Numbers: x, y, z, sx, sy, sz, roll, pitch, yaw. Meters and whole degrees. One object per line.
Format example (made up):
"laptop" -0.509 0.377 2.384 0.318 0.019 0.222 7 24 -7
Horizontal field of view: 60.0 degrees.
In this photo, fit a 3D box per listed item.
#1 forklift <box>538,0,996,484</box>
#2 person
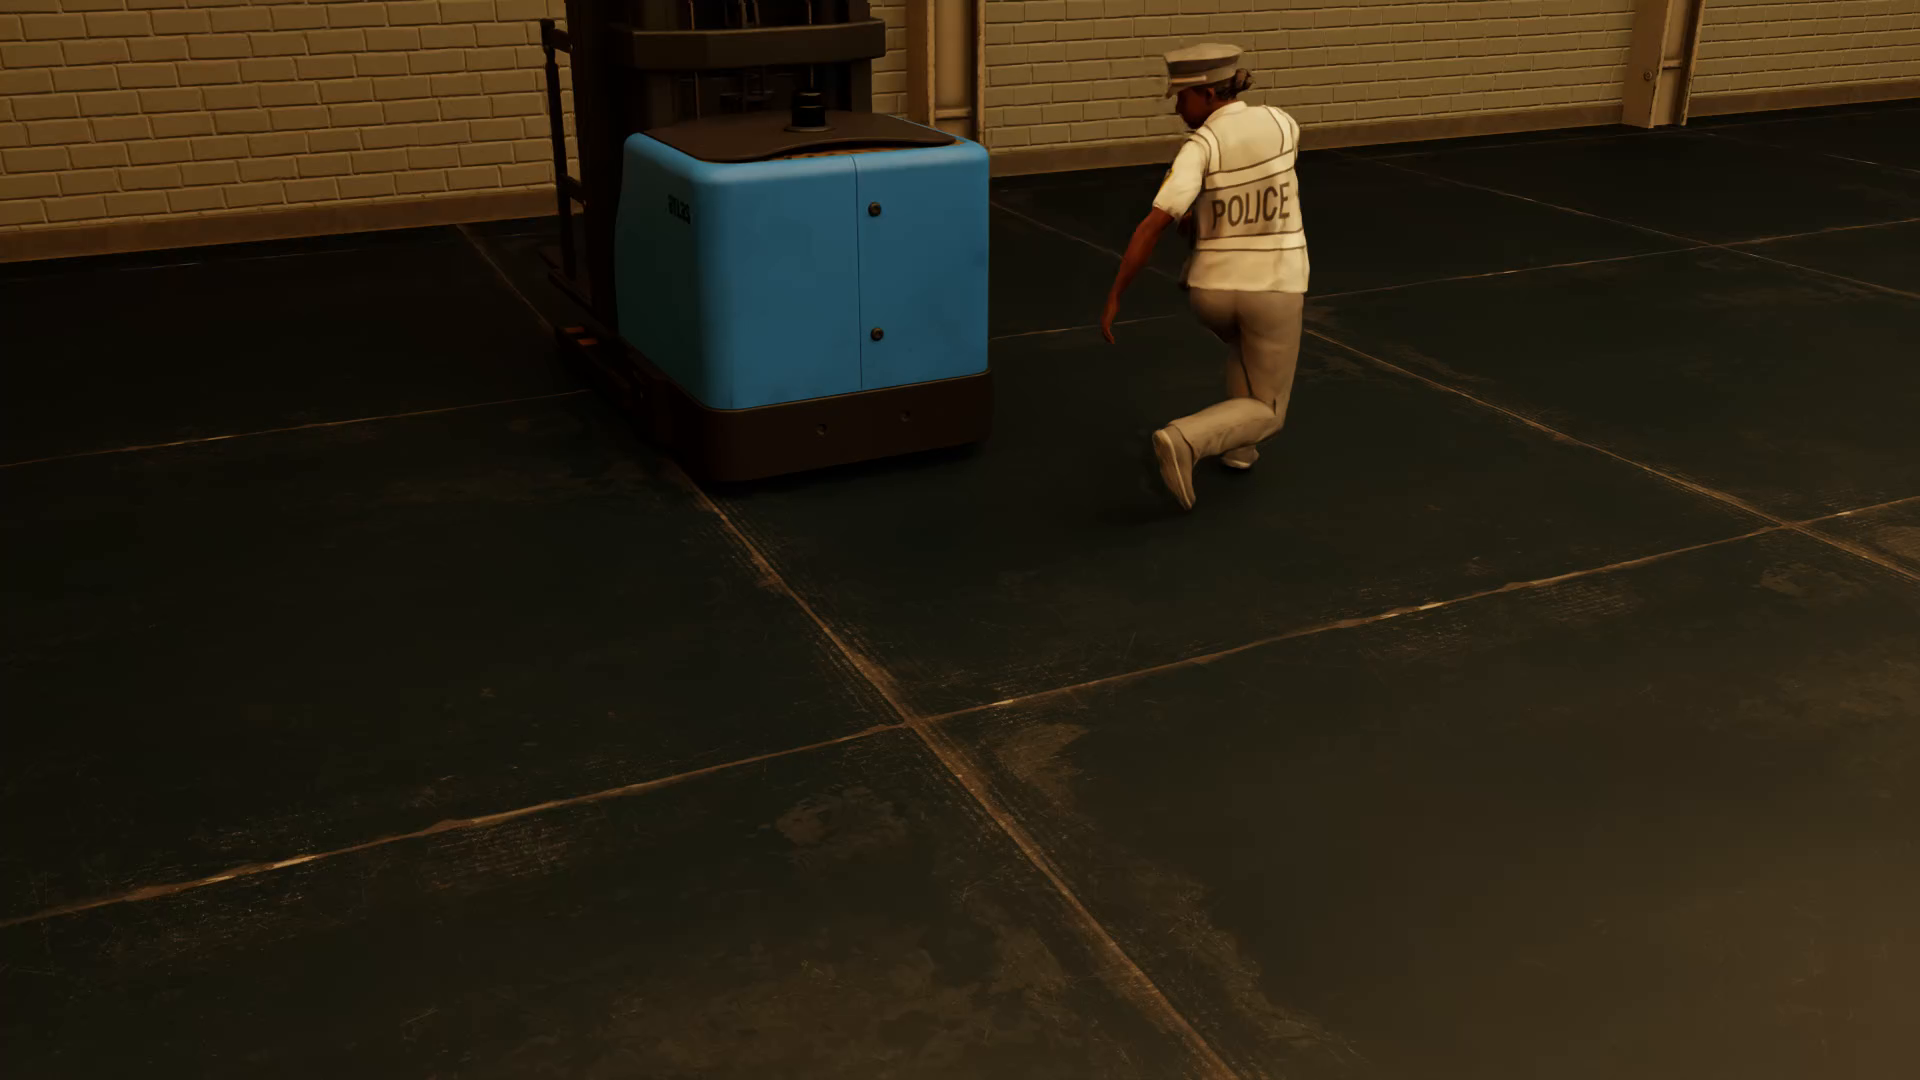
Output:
"forklift" -0.994 -2.060 6.244 1.130 2.935 3.031 -11 25 -25
"person" 0.858 -0.858 5.374 0.584 1.442 0.847 6 23 14
